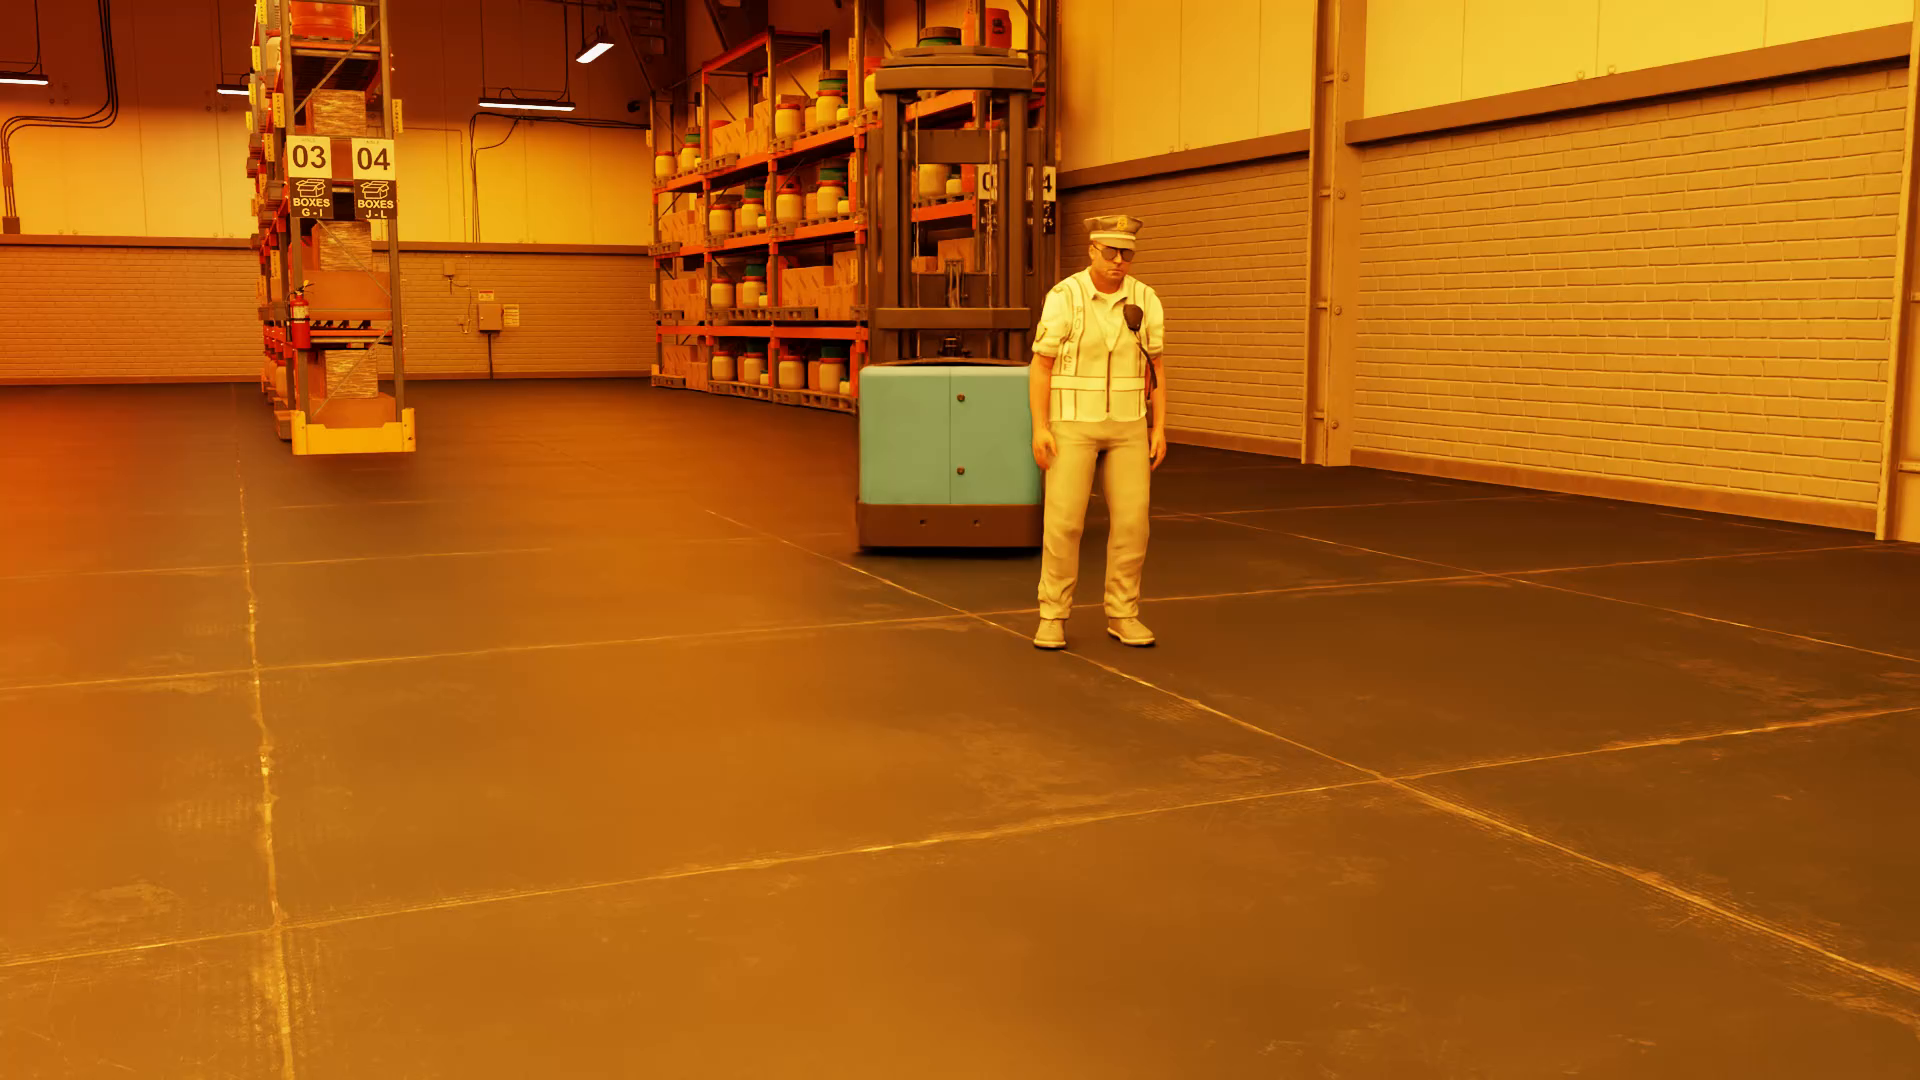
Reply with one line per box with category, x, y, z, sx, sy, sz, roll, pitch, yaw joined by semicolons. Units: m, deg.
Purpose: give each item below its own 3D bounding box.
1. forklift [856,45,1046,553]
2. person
forklift;-0.026;-1.540;10.624;1.130;2.935;3.031;0;8;1
person;0.572;-0.449;6.873;0.588;1.746;0.441;-1;8;-11
